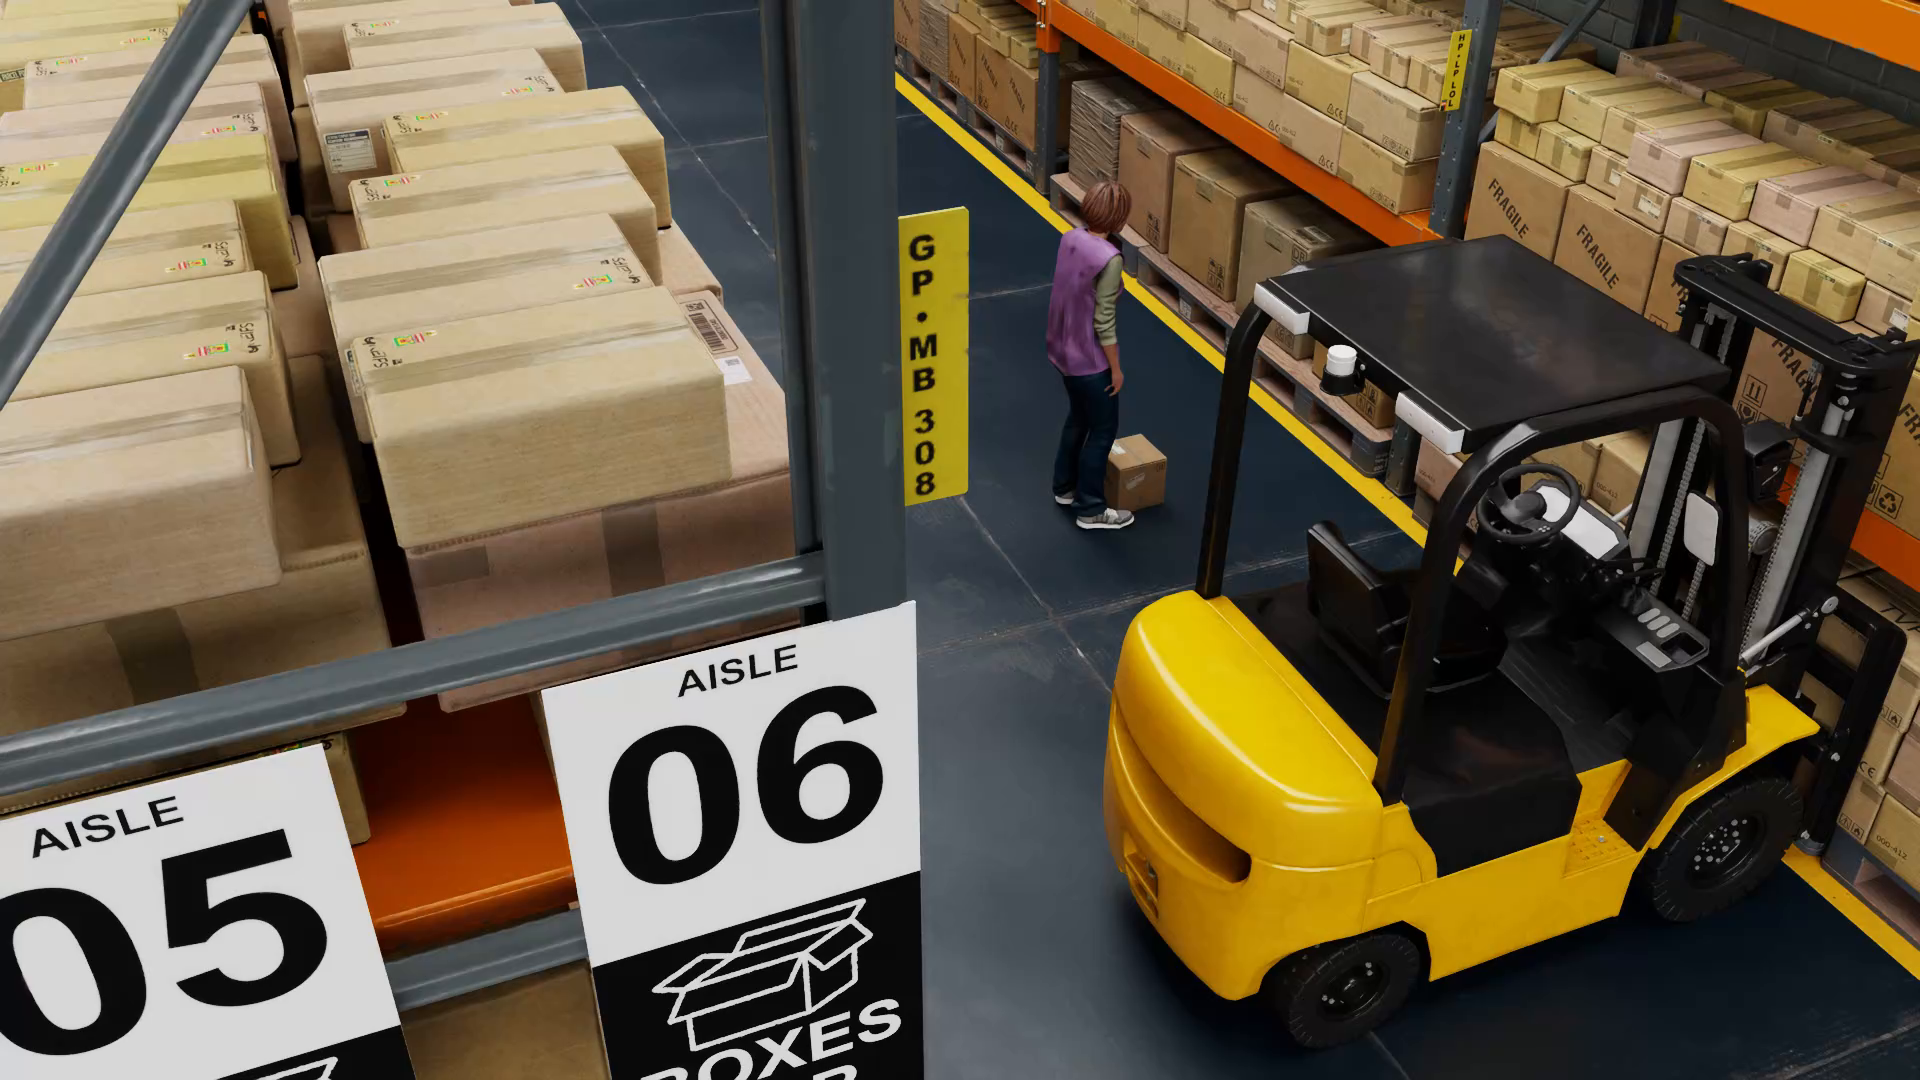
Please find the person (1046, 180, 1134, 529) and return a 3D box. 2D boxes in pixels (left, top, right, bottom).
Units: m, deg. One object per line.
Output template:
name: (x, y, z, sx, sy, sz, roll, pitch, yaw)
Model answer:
person: (0.573, -0.806, 7.354, 0.350, 1.586, 0.472, -15, 37, -21)
